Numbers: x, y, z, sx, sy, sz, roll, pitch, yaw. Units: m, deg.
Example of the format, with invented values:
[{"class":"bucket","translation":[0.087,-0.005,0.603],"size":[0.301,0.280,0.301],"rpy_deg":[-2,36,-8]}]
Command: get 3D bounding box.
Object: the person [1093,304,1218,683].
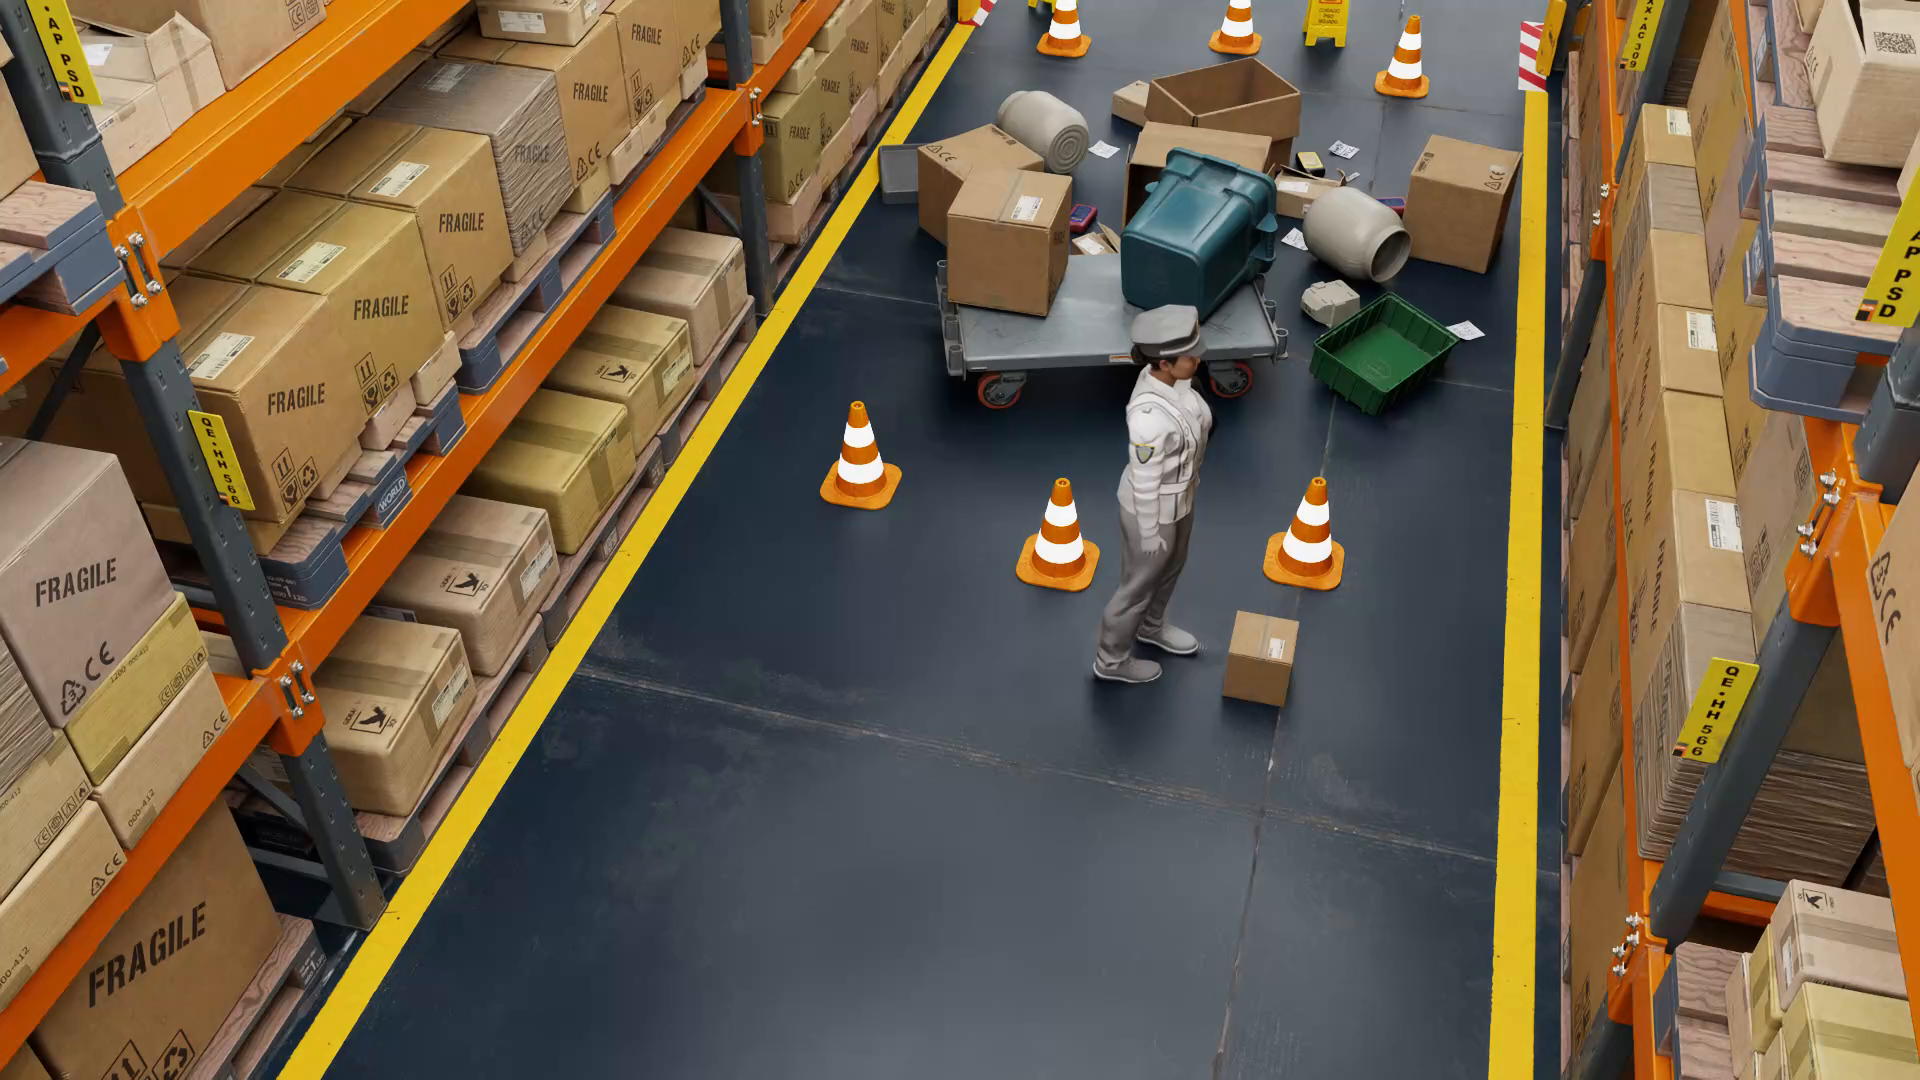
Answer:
[{"class":"person","translation":[0.775,-0.146,6.324],"size":[0.383,1.699,0.474],"rpy_deg":[12,43,13]}]
